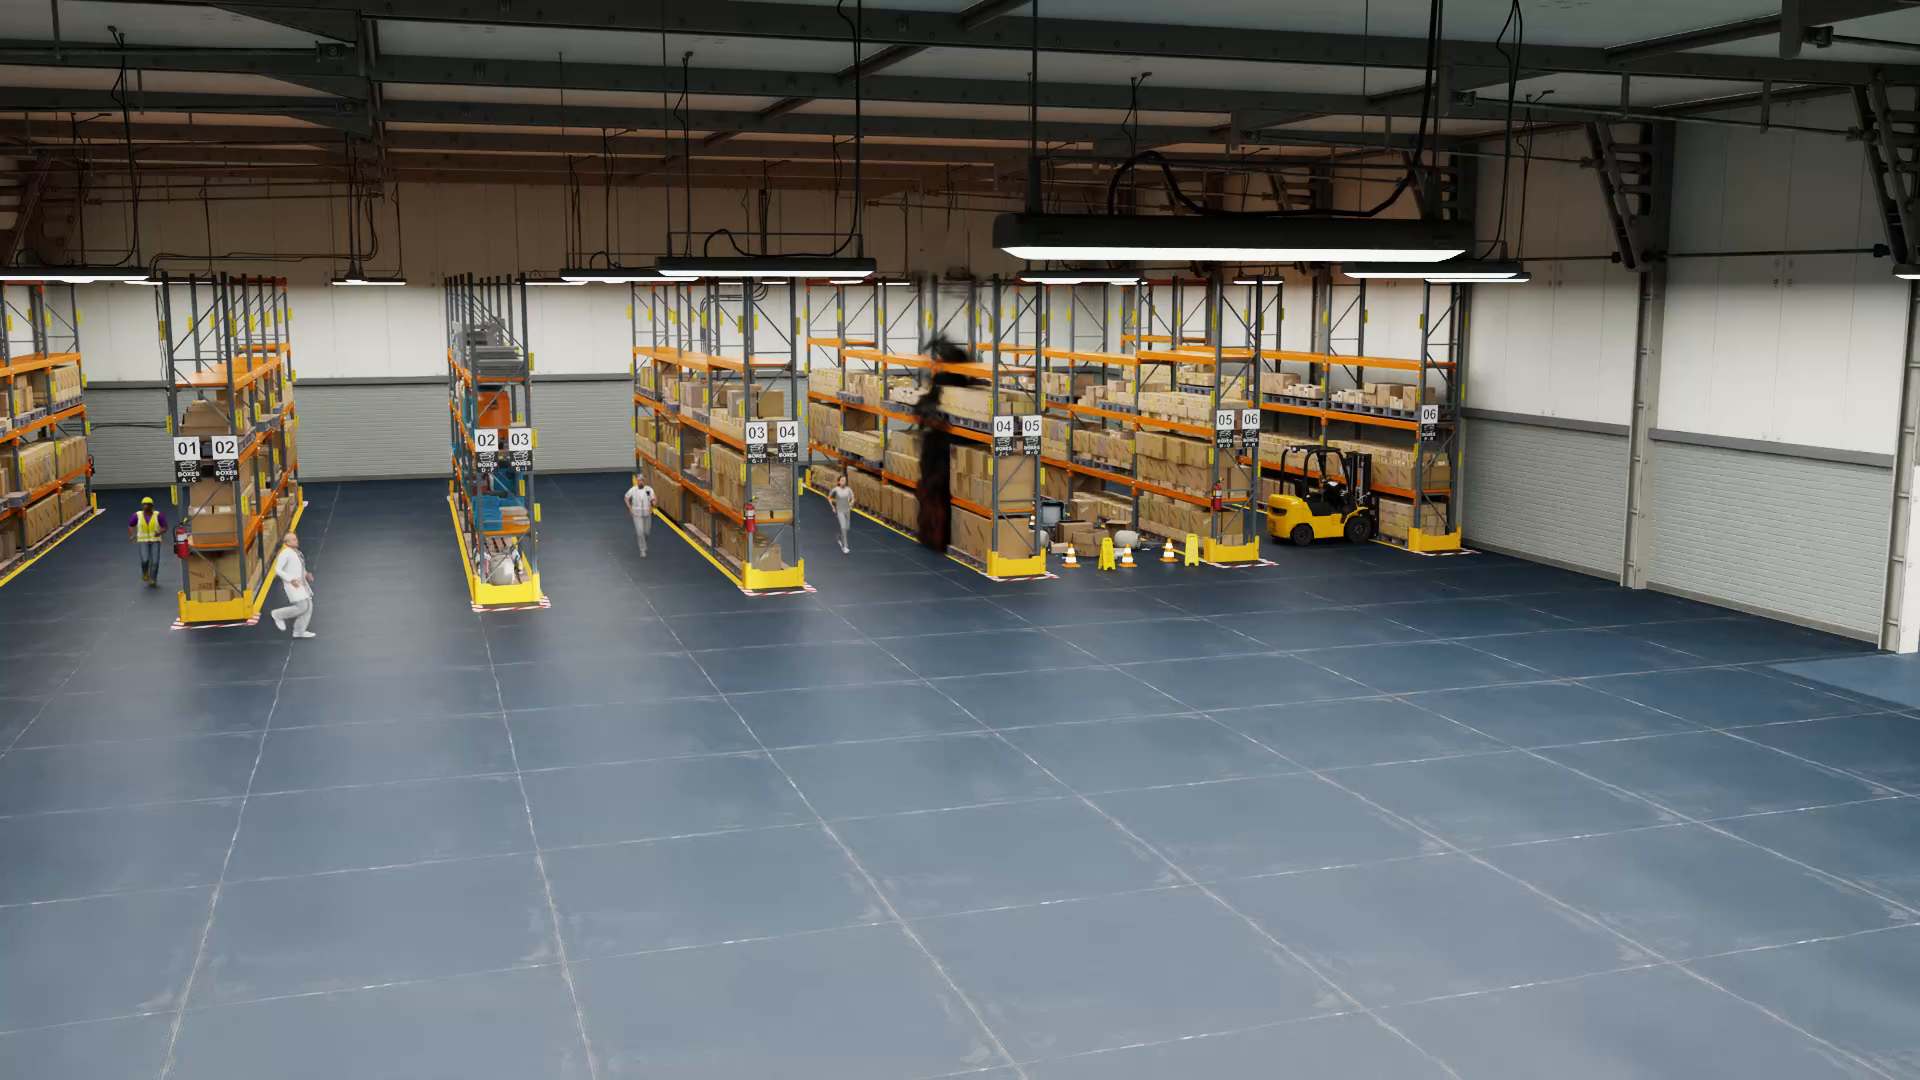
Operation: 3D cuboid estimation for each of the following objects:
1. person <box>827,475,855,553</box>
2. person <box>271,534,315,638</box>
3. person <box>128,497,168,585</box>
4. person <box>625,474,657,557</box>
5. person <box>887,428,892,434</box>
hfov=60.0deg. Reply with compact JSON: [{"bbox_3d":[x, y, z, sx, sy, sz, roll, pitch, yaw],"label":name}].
[{"bbox_3d":[-2.597,-0.597,36.503,0.579,1.675,0.822,-4,10,-25],"label":"person"},{"bbox_3d":[-11.006,0.752,27.415,0.673,1.733,0.709,1,9,4],"label":"person"},{"bbox_3d":[-15.652,0.037,32.097,0.691,1.723,0.586,-4,10,-27],"label":"person"},{"bbox_3d":[-6.891,-0.556,35.982,0.674,1.783,0.803,-3,9,-20],"label":"person"},{"bbox_3d":[-2.037,-2.370,48.190,0.532,1.742,0.725,-5,10,-28],"label":"person"}]
